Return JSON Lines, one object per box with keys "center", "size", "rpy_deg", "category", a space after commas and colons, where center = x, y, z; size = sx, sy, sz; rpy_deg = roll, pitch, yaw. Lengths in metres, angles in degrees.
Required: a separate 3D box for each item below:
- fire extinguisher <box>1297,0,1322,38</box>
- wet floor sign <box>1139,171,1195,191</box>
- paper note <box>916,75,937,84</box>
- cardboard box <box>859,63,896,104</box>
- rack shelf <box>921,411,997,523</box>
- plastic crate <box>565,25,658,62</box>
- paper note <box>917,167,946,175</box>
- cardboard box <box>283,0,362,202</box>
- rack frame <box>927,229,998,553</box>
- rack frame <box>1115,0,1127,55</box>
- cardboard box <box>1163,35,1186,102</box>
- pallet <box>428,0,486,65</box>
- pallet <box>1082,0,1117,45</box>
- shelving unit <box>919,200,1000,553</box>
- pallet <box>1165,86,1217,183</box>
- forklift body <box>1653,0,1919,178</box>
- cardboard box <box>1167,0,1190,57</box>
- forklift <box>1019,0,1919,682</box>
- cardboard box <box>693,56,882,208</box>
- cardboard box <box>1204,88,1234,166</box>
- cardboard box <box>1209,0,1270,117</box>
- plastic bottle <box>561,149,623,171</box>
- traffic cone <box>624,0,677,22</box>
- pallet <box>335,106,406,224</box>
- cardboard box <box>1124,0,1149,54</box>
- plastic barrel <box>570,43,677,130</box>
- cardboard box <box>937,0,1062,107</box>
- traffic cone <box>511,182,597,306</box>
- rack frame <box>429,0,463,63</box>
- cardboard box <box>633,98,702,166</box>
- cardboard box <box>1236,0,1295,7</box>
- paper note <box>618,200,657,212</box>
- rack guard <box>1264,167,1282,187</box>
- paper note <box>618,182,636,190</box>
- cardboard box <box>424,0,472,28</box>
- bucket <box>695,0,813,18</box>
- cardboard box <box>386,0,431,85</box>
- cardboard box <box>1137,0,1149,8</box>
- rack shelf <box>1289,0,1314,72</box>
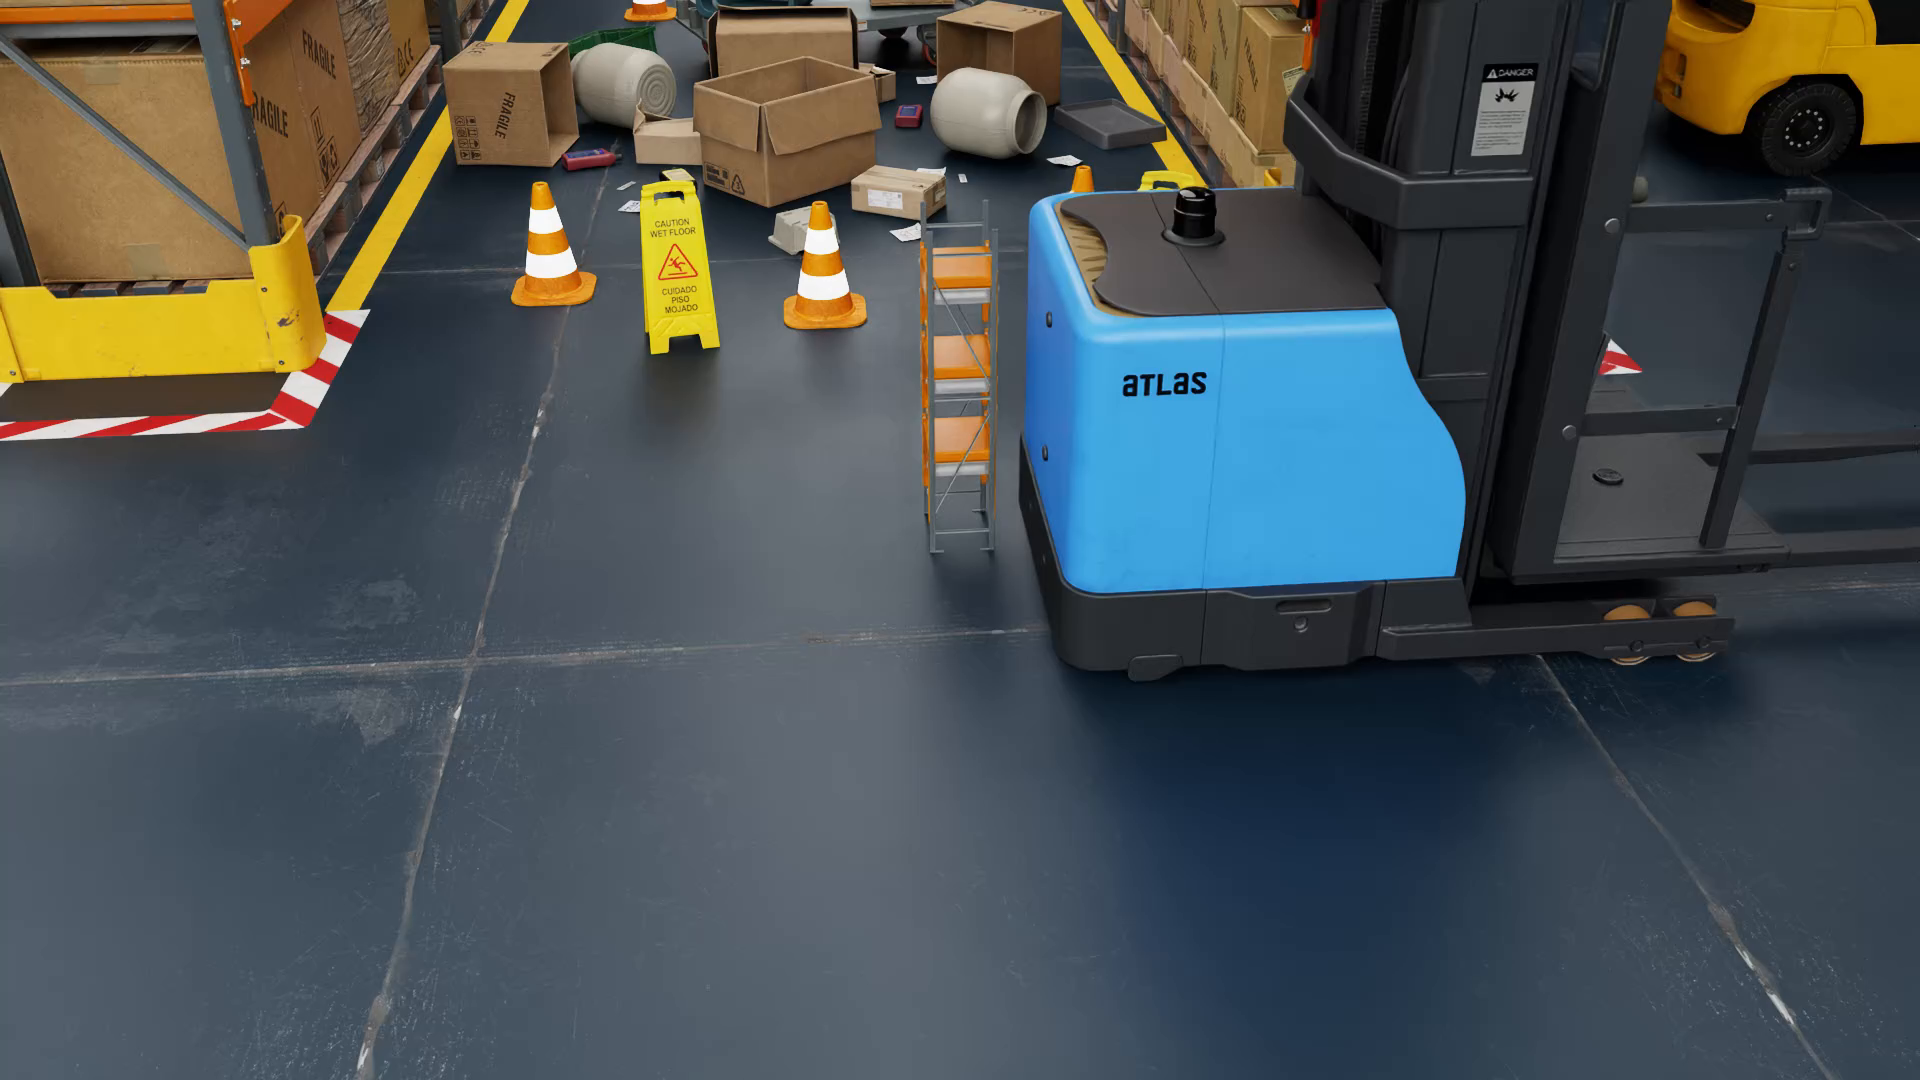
{"center": [1.397, -2.177, 6.044], "size": [0.296, 0.674, 0.183], "rpy_deg": [-3, 31, -5], "category": "fire extinguisher"}
{"center": [0.798, -1.131, 6.515], "size": [0.267, 0.644, 0.232], "rpy_deg": [8, 32, 13], "category": "wet floor sign"}
{"center": [-0.178, -2.706, 9.750], "size": [0.148, 0.019, 0.142], "rpy_deg": [-3, 31, -5], "category": "paper note"}
{"center": [-0.589, -2.640, 9.411], "size": [0.396, 0.266, 0.258], "rpy_deg": [27, 40, 37], "category": "cardboard box"}
{"center": [-0.005, -0.230, 5.174], "size": [0.215, 0.259, 0.240], "rpy_deg": [-3, 31, -5], "category": "rack shelf"}
{"center": [-2.127, -2.835, 9.758], "size": [0.450, 0.188, 0.662], "rpy_deg": [4, 30, 26], "category": "plastic crate"}
{"center": [-0.155, -1.839, 8.310], "size": [0.148, 0.019, 0.142], "rpy_deg": [8, 32, 13], "category": "paper note"}
{"center": [-3.287, -2.062, 7.439], "size": [0.875, 0.875, 0.875], "rpy_deg": [-3, 31, -5], "category": "cardboard box"}
{"center": [0.006, -0.416, 4.922], "size": [0.200, 1.050, 0.008], "rpy_deg": [-3, 31, -5], "category": "rack frame"}
{"center": [1.472, -4.333, 9.578], "size": [1.000, 3.000, 0.127], "rpy_deg": [-3, 31, -5], "category": "rack frame"}
{"center": [1.371, -2.476, 8.741], "size": [0.500, 0.250, 0.500], "rpy_deg": [-3, 31, -5], "category": "cardboard box"}
{"center": [-3.595, -3.237, 10.464], "size": [1.003, 0.211, 1.213], "rpy_deg": [-3, 31, -5], "category": "pallet"}
{"center": [1.397, -3.533, 10.959], "size": [1.003, 0.211, 1.213], "rpy_deg": [-3, 31, -5], "category": "pallet"}
{"center": [-0.005, -0.478, 5.027], "size": [0.215, 1.050, 0.252], "rpy_deg": [-3, 31, -5], "category": "shelving unit"}
{"center": [1.687, -2.170, 8.677], "size": [1.003, 0.211, 1.213], "rpy_deg": [-3, 31, -5], "category": "pallet"}
{"center": [4.793, -3.046, 8.253], "size": [2.313, 2.155, 1.214], "rpy_deg": [-3, 31, -5], "category": "forklift body"}
{"center": [1.366, -2.803, 8.558], "size": [0.500, 0.500, 0.500], "rpy_deg": [-1, 31, -2], "category": "cardboard box"}
{"center": [1.736, -1.176, 4.360], "size": [3.031, 2.935, 1.130], "rpy_deg": [-3, 31, -5], "category": "forklift"}
{"center": [-0.839, -1.994, 8.098], "size": [0.637, 0.503, 0.797], "rpy_deg": [27, 40, 37], "category": "cardboard box"}
{"center": [1.461, -1.955, 7.870], "size": [0.500, 0.250, 0.500], "rpy_deg": [-3, 31, -4], "category": "cardboard box"}
{"center": [1.459, -2.275, 7.674], "size": [0.500, 0.500, 0.500], "rpy_deg": [-2, 31, -3], "category": "cardboard box"}
{"center": [-1.862, -1.931, 8.424], "size": [0.283, 0.061, 0.133], "rpy_deg": [-14, 33, -22], "category": "plastic bottle"}
{"center": [-2.069, -3.712, 11.013], "size": [0.336, 0.463, 0.334], "rpy_deg": [-3, 31, -5], "category": "traffic cone"}
{"center": [-3.337, -1.830, 8.109], "size": [1.003, 0.211, 1.213], "rpy_deg": [-3, 31, -5], "category": "pallet"}
{"center": [1.258, -3.018, 9.650], "size": [0.500, 0.250, 0.500], "rpy_deg": [-4, 31, -7], "category": "cardboard box"}
{"center": [-1.814, -2.432, 8.909], "size": [0.512, 0.421, 0.421], "rpy_deg": [20, 36, 29], "category": "plastic barrel"}
{"center": [0.217, -2.648, 9.194], "size": [0.500, 0.500, 0.500], "rpy_deg": [20, 36, 29], "category": "cardboard box"}
{"center": [-1.709, -1.252, 6.894], "size": [0.336, 0.463, 0.334], "rpy_deg": [-3, 31, -5], "category": "traffic cone"}
{"center": [-3.447, -4.044, 9.095], "size": [1.000, 3.000, 0.127], "rpy_deg": [-3, 31, -5], "category": "rack frame"}
{"center": [-1.453, -2.081, 8.475], "size": [0.396, 0.266, 0.258], "rpy_deg": [2, 31, 4], "category": "cardboard box"}
{"center": [1.410, -2.471, 7.370], "size": [0.380, 0.149, 0.250], "rpy_deg": [-2, 31, -3], "category": "cardboard box"}
{"center": [-1.526, -1.587, 7.879], "size": [0.144, 0.017, 0.142], "rpy_deg": [8, 32, 13], "category": "paper note"}
{"center": [1.838, -1.256, 6.865], "size": [1.175, 0.500, 0.348], "rpy_deg": [-3, 31, -5], "category": "rack guard"}
{"center": [-1.633, -1.736, 8.146], "size": [0.032, 0.001, 0.123], "rpy_deg": [13, 33, 21], "category": "paper note"}
{"center": [-3.595, -3.571, 10.088], "size": [1.050, 0.750, 0.750], "rpy_deg": [-3, 31, -5], "category": "cardboard box"}
{"center": [-1.139, -3.332, 9.613], "size": [0.726, 0.611, 0.620], "rpy_deg": [8, 22, 13], "category": "bucket"}
{"center": [-3.458, -2.988, 8.989], "size": [0.875, 0.875, 0.875], "rpy_deg": [-2, 31, -4], "category": "cardboard box"}
{"center": [1.258, -3.340, 9.458], "size": [0.500, 0.500, 0.500], "rpy_deg": [-1, 31, -2], "category": "cardboard box"}
{"center": [1.658, -3.003, 8.053], "size": [1.077, 0.370, 4.000], "rpy_deg": [-3, 31, -5], "category": "rack shelf"}
